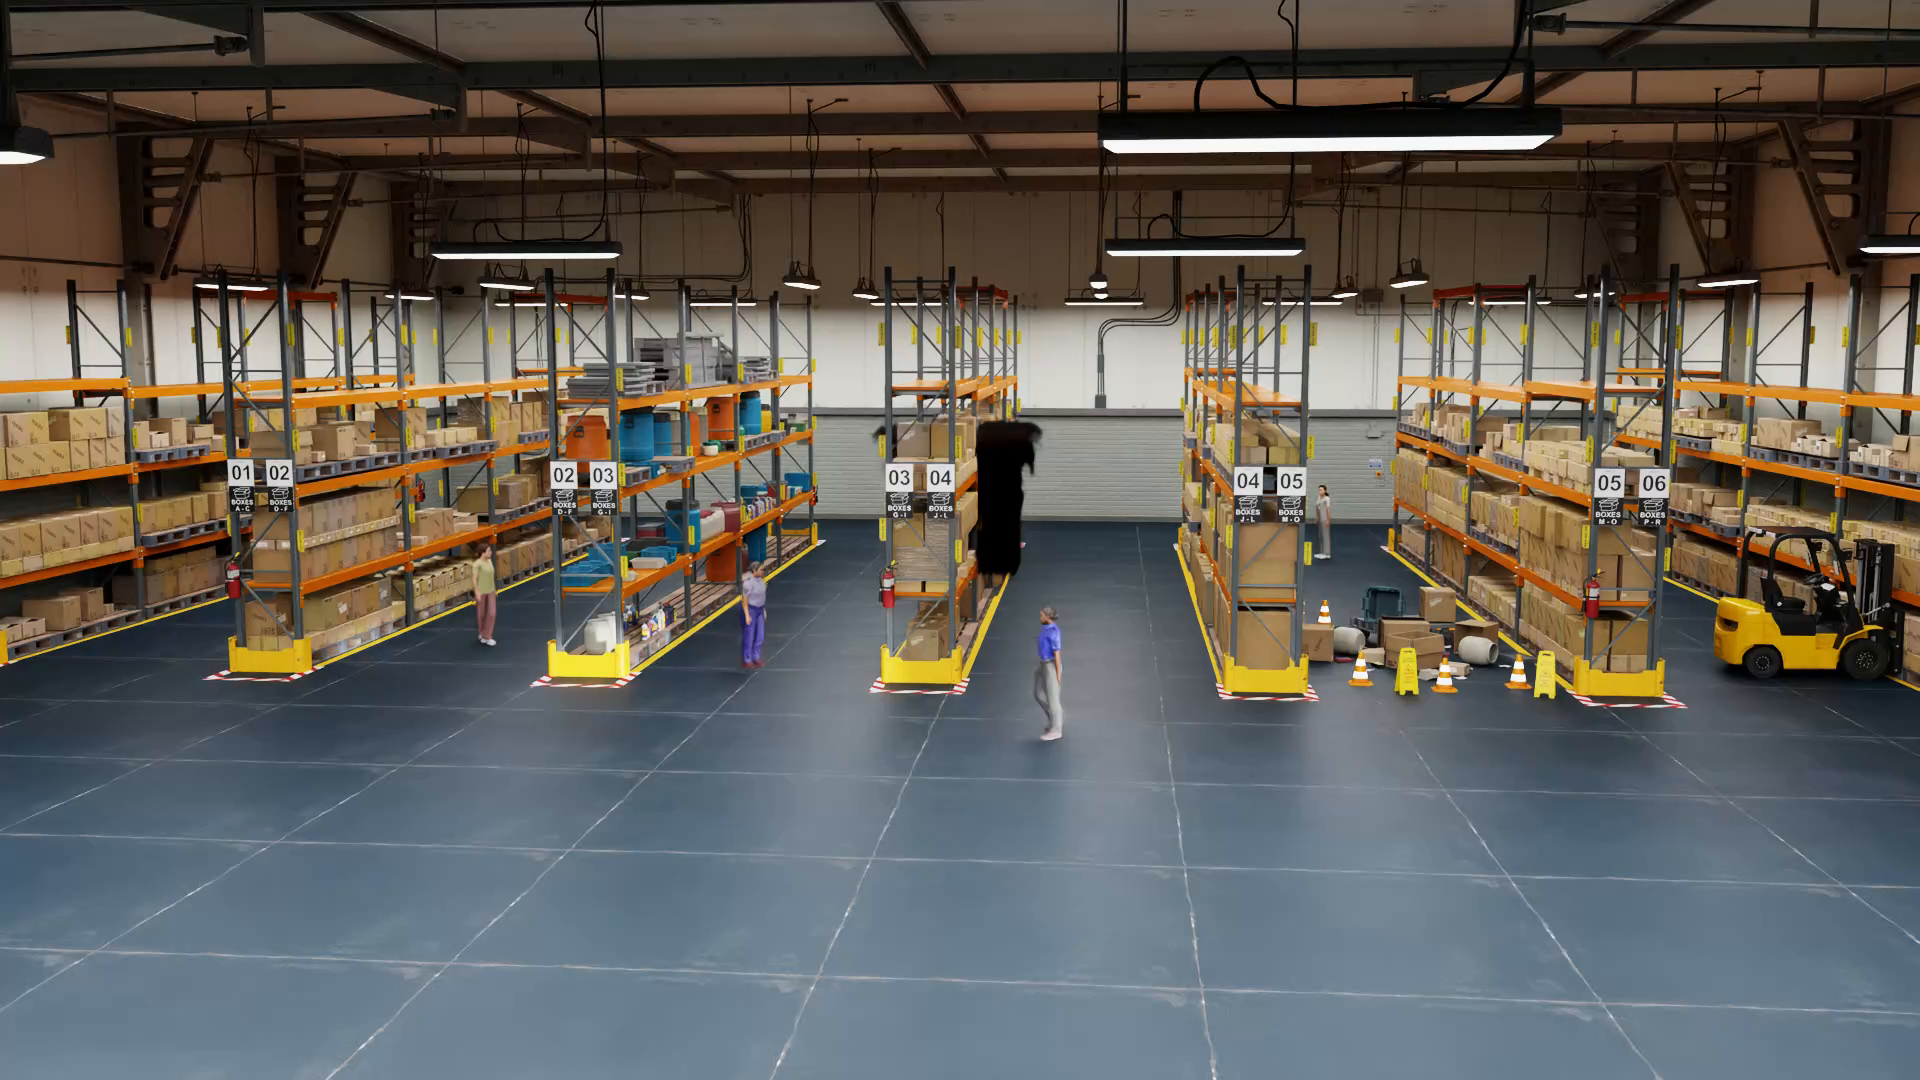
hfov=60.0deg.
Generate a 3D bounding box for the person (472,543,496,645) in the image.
[{"bbox_3d":[-7.845,0.880,27.308,0.448,1.670,0.608,-6,9,-41],"label":"person"}]

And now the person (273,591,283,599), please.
[{"bbox_3d":[-11.639,0.711,28.591,0.430,1.681,0.482,5,9,37],"label":"person"}]

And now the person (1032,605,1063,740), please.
[{"bbox_3d":[1.142,1.645,20.875,0.404,1.675,0.564,-2,7,-12],"label":"person"}]

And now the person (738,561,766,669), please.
[{"bbox_3d":[-3.156,1.130,25.307,0.390,1.658,0.509,3,8,24],"label":"person"}]

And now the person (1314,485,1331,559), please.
[{"bbox_3d":[8.260,-0.421,37.841,0.342,1.674,0.487,-1,7,-9],"label":"person"}]
